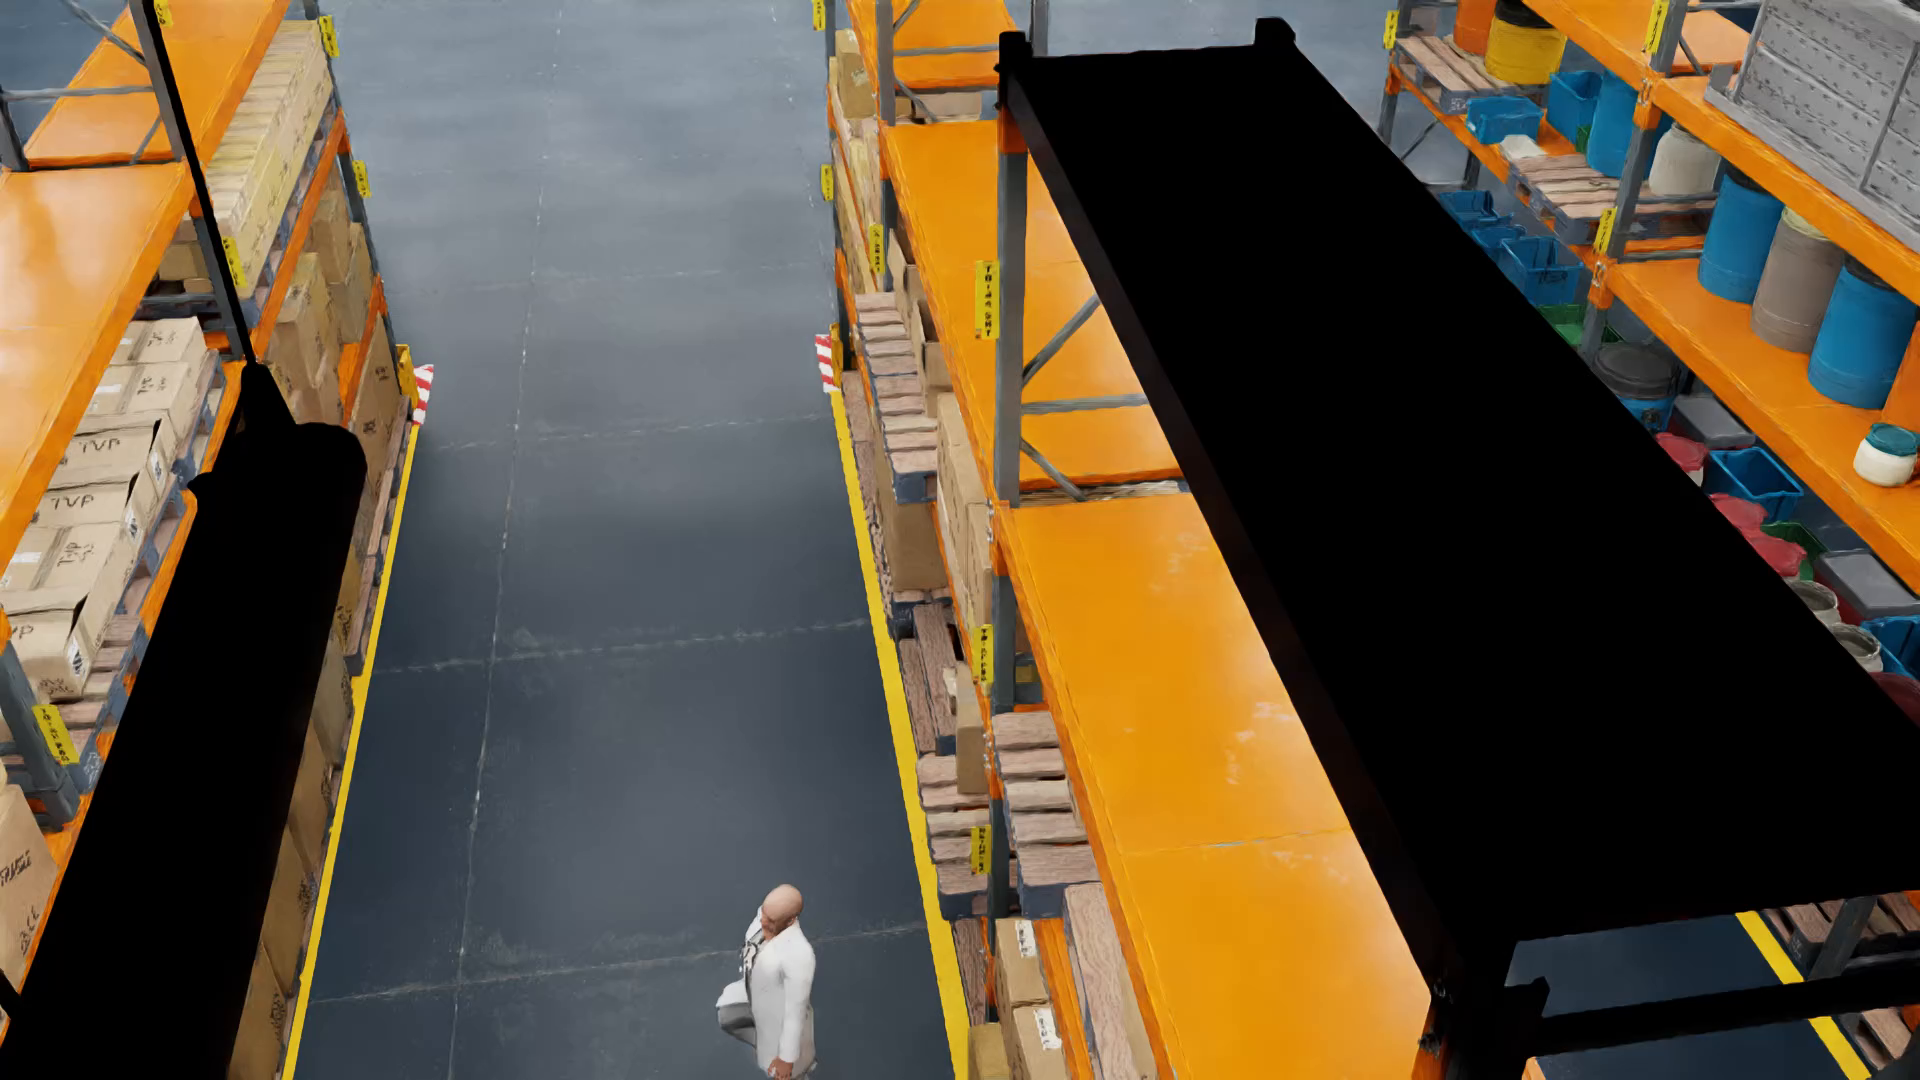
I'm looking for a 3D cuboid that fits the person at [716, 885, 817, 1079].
[{"bbox_3d":[-0.973,2.455,8.574,0.477,1.762,0.706,-14,39,-18],"label":"person"}]
